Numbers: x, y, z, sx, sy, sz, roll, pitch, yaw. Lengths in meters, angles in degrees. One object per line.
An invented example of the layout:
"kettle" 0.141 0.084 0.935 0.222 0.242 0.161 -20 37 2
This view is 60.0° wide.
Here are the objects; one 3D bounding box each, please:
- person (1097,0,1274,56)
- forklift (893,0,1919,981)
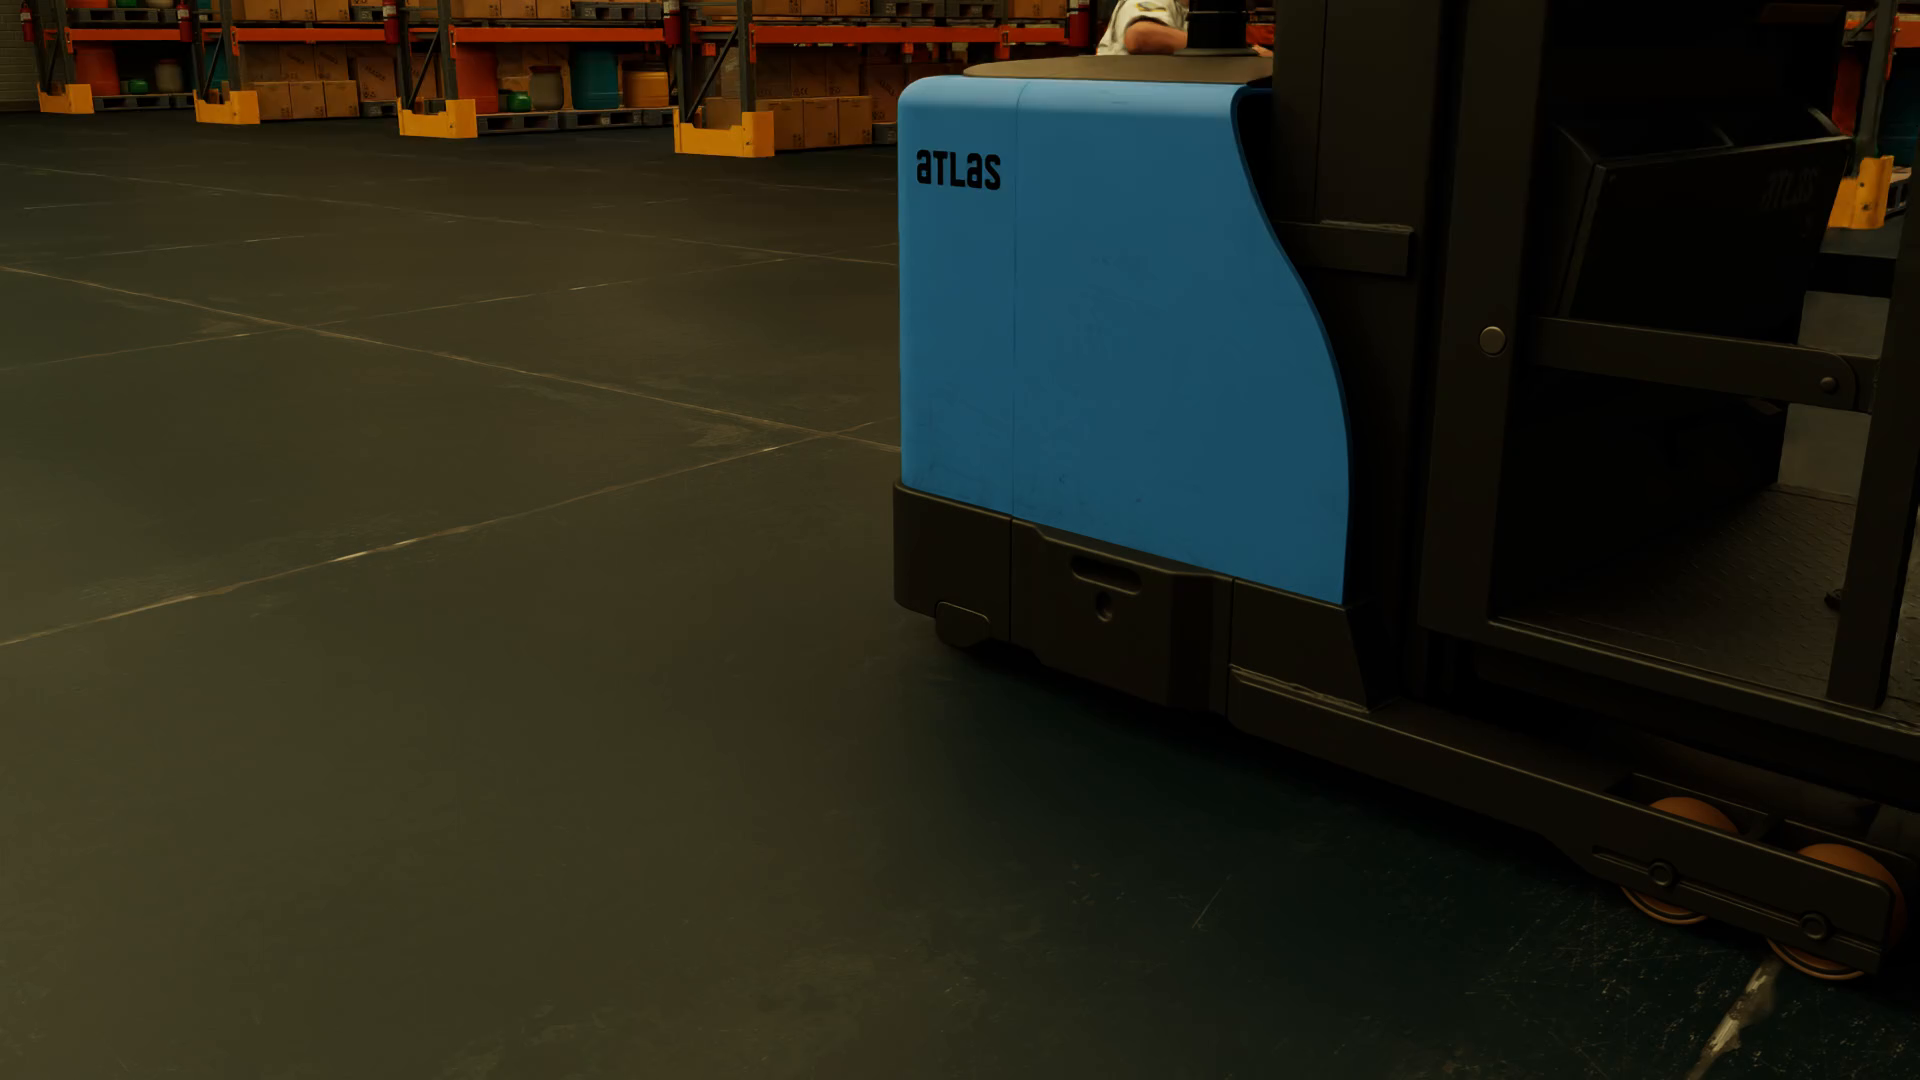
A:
"person" 0.702 -1.005 4.773 0.963 1.514 0.796 1 17 2
"forklift" 1.265 -1.015 2.241 1.130 2.935 3.031 -16 23 -42
